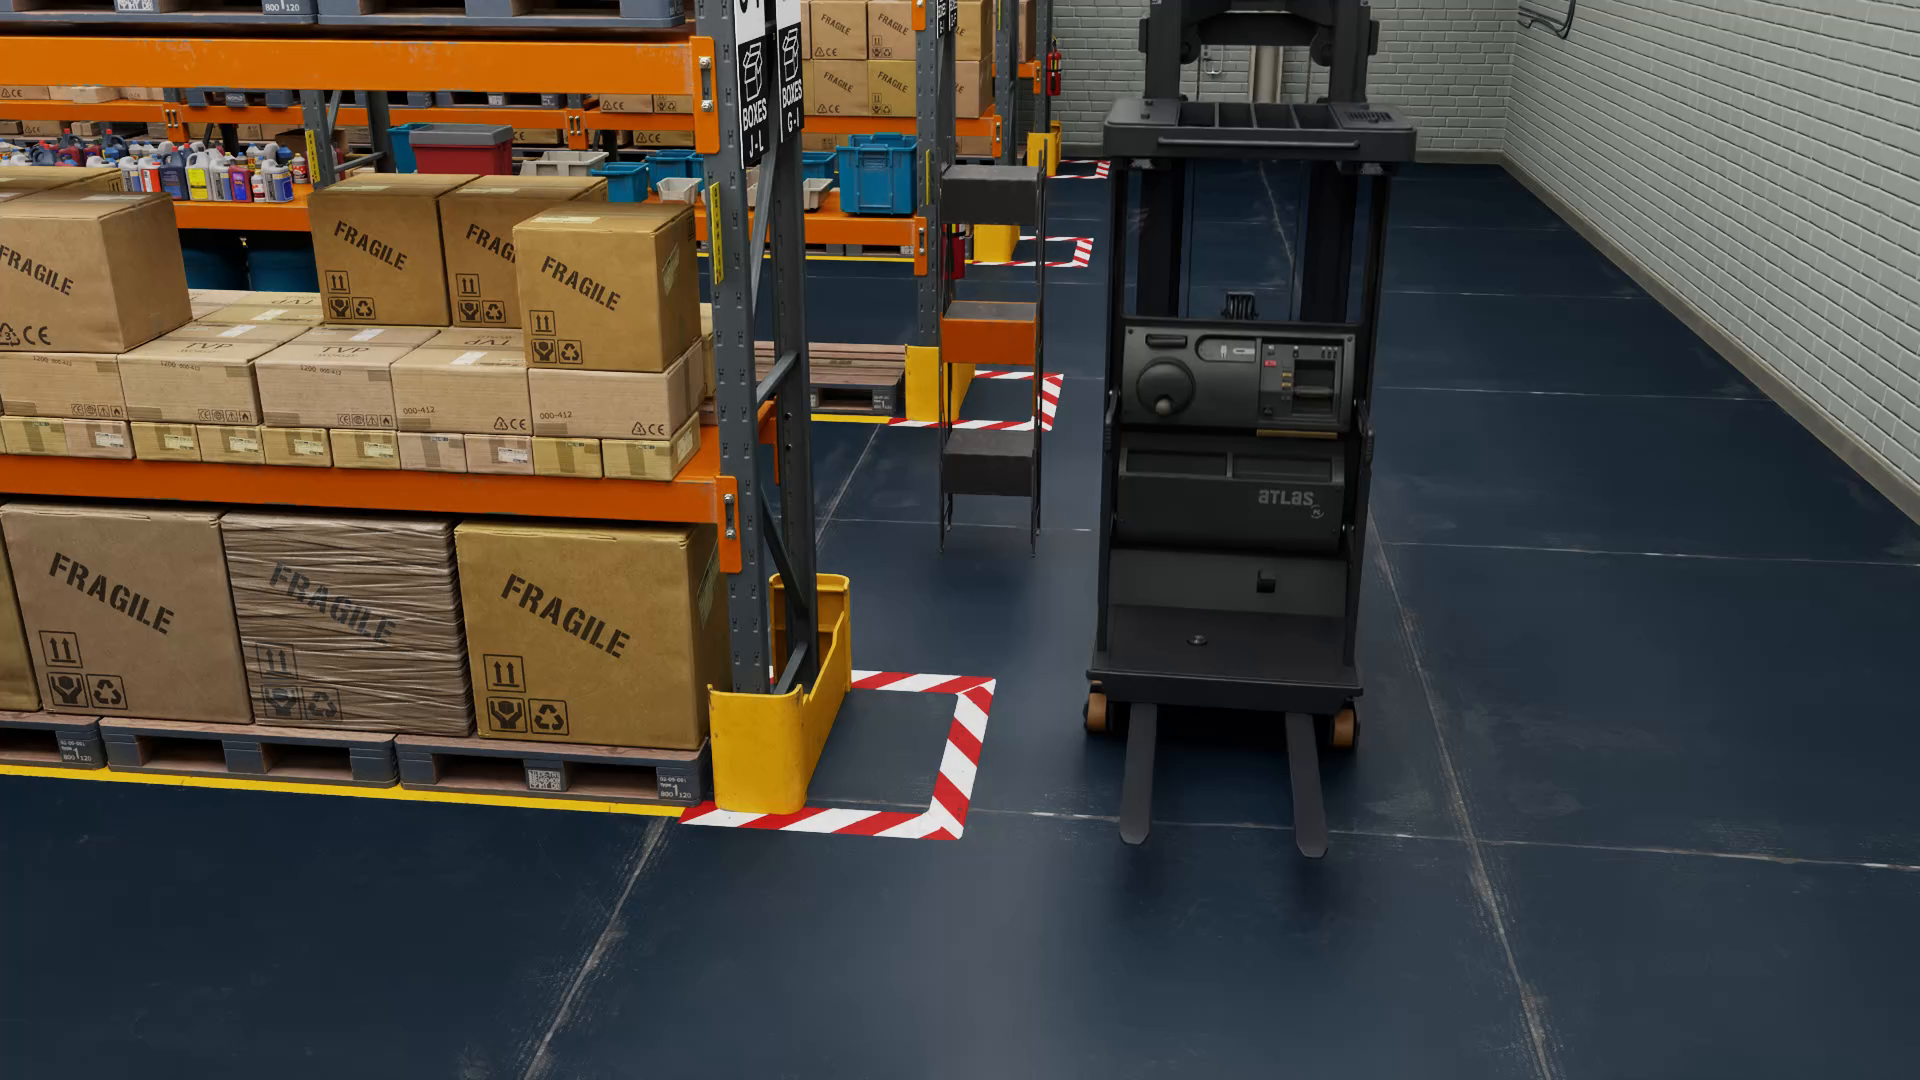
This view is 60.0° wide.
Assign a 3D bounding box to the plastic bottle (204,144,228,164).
[{"bbox_3d":[-5.056,-2.503,11.259,0.185,0.351,0.144,2,22,6],"label":"plastic bottle"}]

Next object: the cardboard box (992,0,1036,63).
[{"bbox_3d":[0.509,-6.155,20.021,0.700,0.700,0.980,3,22,9],"label":"cardboard box"}]

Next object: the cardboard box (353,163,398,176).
[{"bbox_3d":[-5.552,-3.388,16.231,0.500,0.500,0.500,2,22,4],"label":"cardboard box"}]

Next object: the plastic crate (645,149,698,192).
[{"bbox_3d":[-1.962,-2.531,11.409,0.300,0.233,0.416,2,22,6],"label":"plastic crate"}]

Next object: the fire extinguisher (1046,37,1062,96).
[{"bbox_3d":[1.112,-5.613,19.670,0.183,0.674,0.296,2,22,6],"label":"fire extinguisher"}]

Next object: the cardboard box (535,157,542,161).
[{"bbox_3d":[-3.987,-3.514,16.549,0.500,0.500,0.500,2,22,4],"label":"cardboard box"}]

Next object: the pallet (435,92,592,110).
[{"bbox_3d":[-4.316,-4.347,16.116,1.213,0.211,1.003,2,22,6],"label":"pallet"}]

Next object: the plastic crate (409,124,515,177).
[{"bbox_3d":[-3.265,-2.481,10.967,0.583,0.464,0.402,2,22,6],"label":"plastic crate"}]

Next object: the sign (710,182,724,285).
[{"bbox_3d":[-0.810,-1.023,5.551,0.005,0.325,0.100,2,22,6],"label":"sign"}]

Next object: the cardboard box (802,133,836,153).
[{"bbox_3d":[-1.727,-5.111,20.616,0.500,0.500,0.700,2,22,6],"label":"cardboard box"}]

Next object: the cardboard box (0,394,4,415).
[{"bbox_3d":[-3.776,-0.674,6.365,0.500,0.250,0.500,2,22,6],"label":"cardboard box"}]

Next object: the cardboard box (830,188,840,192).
[{"bbox_3d":[-1.063,-3.285,16.310,0.500,0.250,0.500,2,22,6],"label":"cardboard box"}]

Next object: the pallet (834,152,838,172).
[{"bbox_3d":[-0.995,-4.760,20.694,1.213,0.211,1.003,2,22,6],"label":"pallet"}]

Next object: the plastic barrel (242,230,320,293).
[{"bbox_3d":[-4.660,-1.803,11.702,0.708,0.901,0.600,2,22,6],"label":"plastic barrel"}]

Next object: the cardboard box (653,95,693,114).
[{"bbox_3d":[-2.552,-4.266,15.514,0.500,0.500,0.500,3,22,7],"label":"cardboard box"}]

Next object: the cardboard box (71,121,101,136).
[{"bbox_3d":[-11.435,-5.416,21.814,0.250,0.166,0.380,0,22,-1],"label":"cardboard box"}]

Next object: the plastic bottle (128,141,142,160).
[{"bbox_3d":[-5.895,-2.722,11.920,0.097,0.271,0.097,0,22,0],"label":"plastic bottle"}]

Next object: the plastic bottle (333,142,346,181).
[{"bbox_3d":[-4.436,-2.671,11.774,0.133,0.283,0.061,2,22,6],"label":"plastic bottle"}]

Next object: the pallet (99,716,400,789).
[{"bbox_3d":[-2.744,0.665,6.971,1.213,0.211,1.003,2,22,6],"label":"pallet"}]

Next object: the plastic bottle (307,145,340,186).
[{"bbox_3d":[-4.473,-2.666,11.670,0.185,0.351,0.144,2,22,6],"label":"plastic bottle"}]

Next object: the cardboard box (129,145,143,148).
[{"bbox_3d":[-8.516,-3.862,17.034,0.500,0.311,0.500,2,22,5],"label":"cardboard box"}]

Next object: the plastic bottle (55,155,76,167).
[{"bbox_3d":[-6.014,-2.445,11.203,0.133,0.283,0.061,2,22,6],"label":"plastic bottle"}]

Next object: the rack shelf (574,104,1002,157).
[{"bbox_3d":[-1.549,-3.941,15.806,4.000,0.370,1.077,2,22,6],"label":"rack shelf"}]

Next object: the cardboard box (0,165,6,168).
[{"bbox_3d":[-4.217,-1.240,6.776,0.500,0.500,0.500,3,22,8],"label":"cardboard box"}]

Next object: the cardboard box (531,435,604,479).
[{"bbox_3d":[-1.383,-0.361,6.115,0.250,0.149,0.380,3,22,7],"label":"cardboard box"}]

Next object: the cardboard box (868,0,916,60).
[{"bbox_3d":[-0.539,-4.641,15.102,0.500,0.500,0.500,3,22,8],"label":"cardboard box"}]

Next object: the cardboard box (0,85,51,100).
[{"bbox_3d":[-9.176,-4.648,16.481,0.500,0.500,0.500,1,22,3],"label":"cardboard box"}]

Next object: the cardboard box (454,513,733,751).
[{"bbox_3d":[-1.378,0.222,6.616,0.875,0.875,0.875,2,22,6],"label":"cardboard box"}]

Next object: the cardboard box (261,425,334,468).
[{"bbox_3d":[-2.397,-0.405,6.226,0.250,0.149,0.380,3,22,6],"label":"cardboard box"}]

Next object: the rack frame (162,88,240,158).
[{"bbox_3d":[-7.507,-4.535,16.330,0.127,3.000,1.000,2,22,6],"label":"rack frame"}]

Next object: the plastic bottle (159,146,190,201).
[{"bbox_3d":[-5.257,-2.459,11.146,0.185,0.351,0.144,2,22,6],"label":"plastic bottle"}]

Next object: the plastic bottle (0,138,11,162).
[{"bbox_3d":[-6.914,-2.766,12.032,0.097,0.271,0.097,0,22,0],"label":"plastic bottle"}]

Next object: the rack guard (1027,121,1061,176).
[{"bbox_3d":[1.040,-4.834,20.487,0.348,0.500,1.175,2,22,6],"label":"rack guard"}]

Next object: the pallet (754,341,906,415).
[{"bbox_3d":[-0.964,-1.133,11.520,1.213,0.211,1.003,2,22,6],"label":"pallet"}]

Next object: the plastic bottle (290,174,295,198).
[{"bbox_3d":[-4.555,-2.406,11.217,0.097,0.201,0.097,0,22,0],"label":"plastic bottle"}]

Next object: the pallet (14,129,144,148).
[{"bbox_3d":[-11.571,-5.236,21.897,1.213,0.211,1.003,2,22,6],"label":"pallet"}]

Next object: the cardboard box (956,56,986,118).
[{"bbox_3d":[-0.040,-4.155,15.234,0.500,0.500,0.500,3,22,8],"label":"cardboard box"}]

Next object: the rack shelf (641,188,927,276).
[{"bbox_3d":[-2.136,-2.132,11.232,4.000,0.370,1.077,2,22,6],"label":"rack shelf"}]

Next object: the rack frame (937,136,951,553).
[{"bbox_3d":[-0.078,-0.980,8.562,0.015,2.100,0.400,2,22,6],"label":"rack frame"}]

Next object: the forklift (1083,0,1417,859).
[{"bbox_3d":[1.107,-0.650,6.598,1.130,2.935,3.031,3,22,8],"label":"forklift"}]

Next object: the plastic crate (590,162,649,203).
[{"bbox_3d":[-2.219,-2.326,10.889,0.300,0.233,0.416,2,22,6],"label":"plastic crate"}]

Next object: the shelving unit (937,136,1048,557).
[{"bbox_3d":[0.164,-0.969,8.536,0.503,2.100,0.431,2,22,6],"label":"shelving unit"}]

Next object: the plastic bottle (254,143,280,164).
[{"bbox_3d":[-4.900,-2.671,11.784,0.135,0.276,0.152,2,22,6],"label":"plastic bottle"}]

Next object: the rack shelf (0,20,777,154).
[{"bbox_3d":[-2.719,-1.719,6.106,4.000,0.370,1.077,2,22,6],"label":"rack shelf"}]

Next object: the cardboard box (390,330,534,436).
[{"bbox_3d":[-1.749,-0.587,6.144,0.500,0.250,0.500,2,22,5],"label":"cardboard box"}]

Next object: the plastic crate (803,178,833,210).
[{"bbox_3d":[-0.981,-2.255,10.840,0.243,0.136,0.396,2,22,6],"label":"plastic crate"}]

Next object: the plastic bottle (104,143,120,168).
[{"bbox_3d":[-6.009,-2.674,11.798,0.097,0.271,0.097,0,22,0],"label":"plastic bottle"}]

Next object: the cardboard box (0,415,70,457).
[{"bbox_3d":[-3.412,-0.450,6.339,0.250,0.149,0.380,2,22,6],"label":"cardboard box"}]

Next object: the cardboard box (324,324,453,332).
[{"bbox_3d":[-2.193,-0.803,6.691,0.500,0.250,0.500,2,22,4],"label":"cardboard box"}]

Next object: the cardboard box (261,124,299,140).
[{"bbox_3d":[-8.644,-5.474,21.507,0.500,0.500,0.700,2,22,6],"label":"cardboard box"}]

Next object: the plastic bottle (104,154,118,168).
[{"bbox_3d":[-5.783,-2.492,11.339,0.097,0.271,0.097,0,22,0],"label":"plastic bottle"}]

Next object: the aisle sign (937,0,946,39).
[{"bbox_3d":[-0.113,-3.479,10.124,0.004,0.787,0.394,2,22,6],"label":"aisle sign"}]

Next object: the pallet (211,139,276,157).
[{"bbox_3d":[-8.912,-5.135,21.641,1.213,0.211,1.003,2,22,6],"label":"pallet"}]

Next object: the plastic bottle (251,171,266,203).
[{"bbox_3d":[-4.670,-2.355,11.087,0.097,0.201,0.097,0,22,0],"label":"plastic bottle"}]
